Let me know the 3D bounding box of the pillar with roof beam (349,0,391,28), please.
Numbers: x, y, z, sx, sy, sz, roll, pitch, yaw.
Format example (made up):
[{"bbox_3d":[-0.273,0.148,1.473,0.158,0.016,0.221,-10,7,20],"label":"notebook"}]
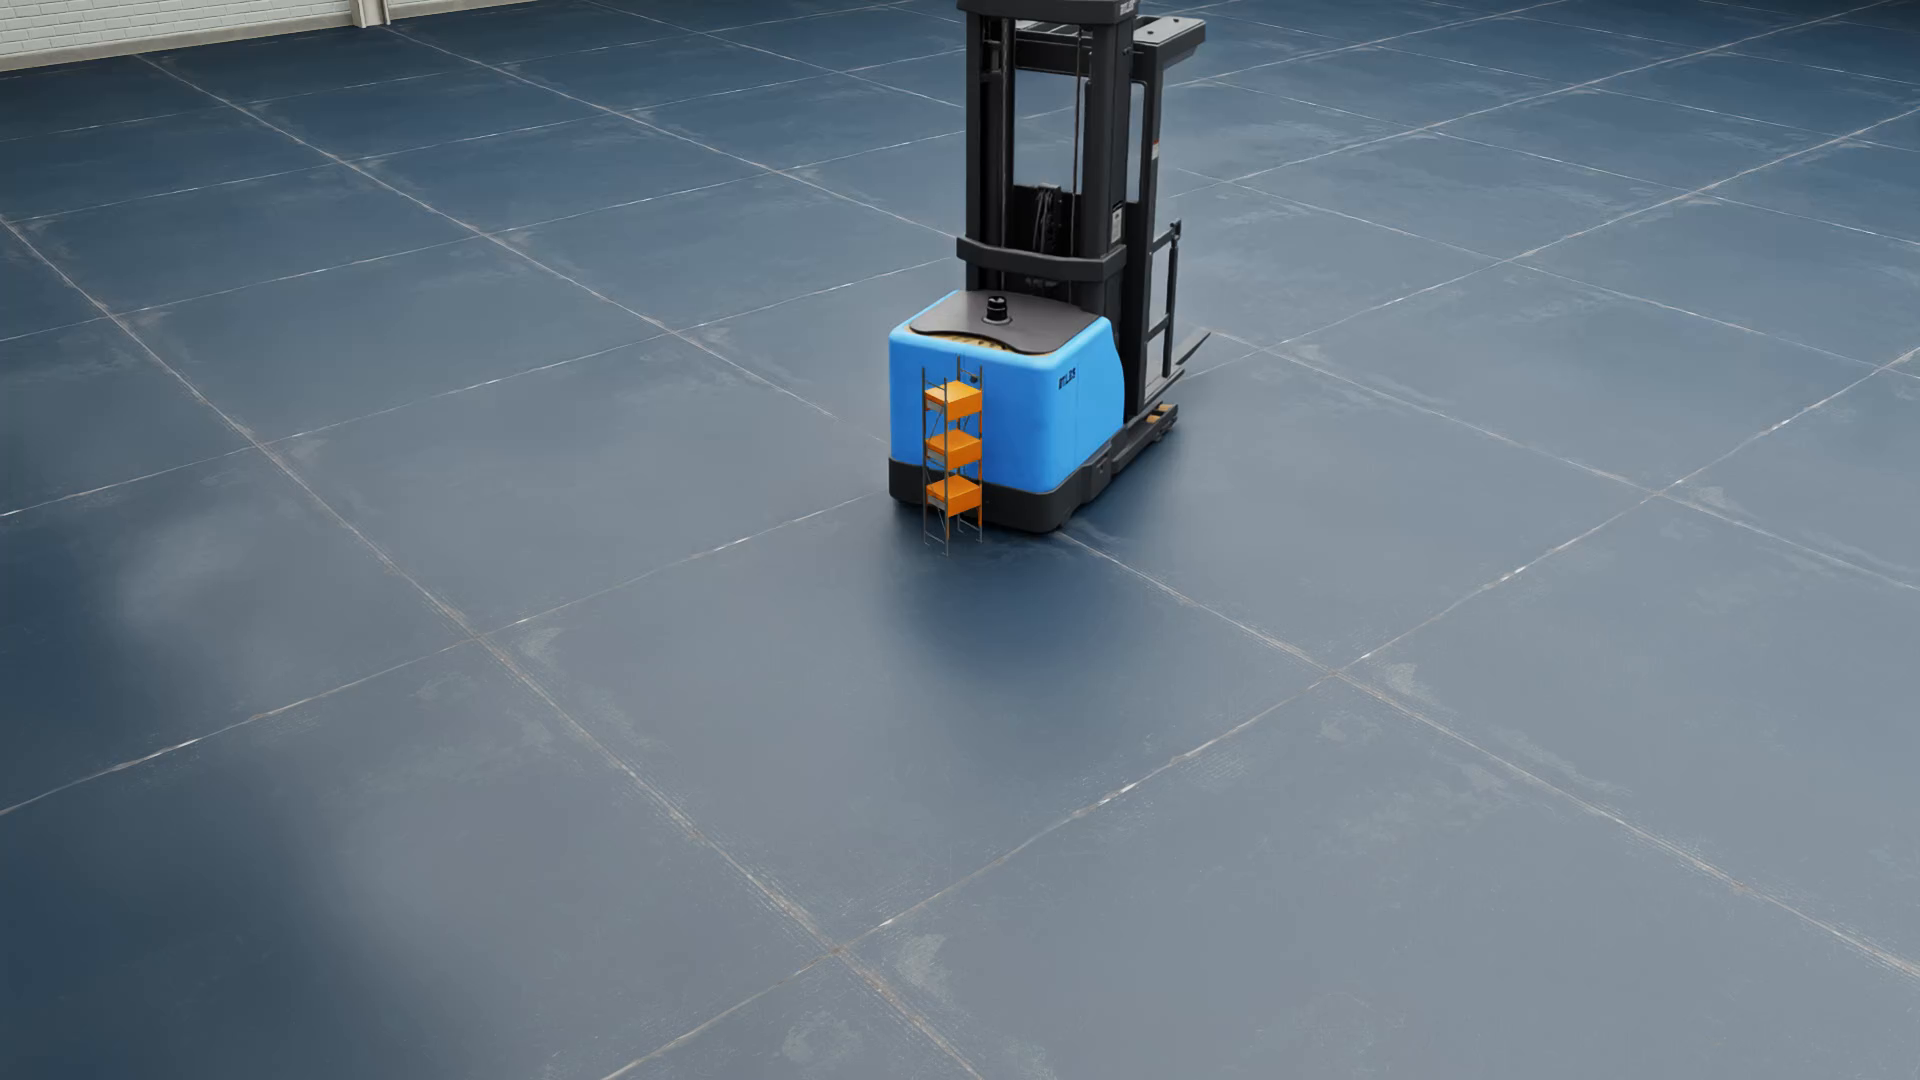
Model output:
[{"bbox_3d":[-5.004,-9.263,17.036,0.400,9.000,9.100,-22,35,-35],"label":"pillar with roof beam"}]

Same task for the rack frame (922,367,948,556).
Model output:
[{"bbox_3d":[-0.134,-0.409,8.902,0.008,1.050,0.200,-22,35,-35],"label":"rack frame"}]

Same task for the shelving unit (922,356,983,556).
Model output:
[{"bbox_3d":[-0.041,-0.447,8.972,0.252,1.050,0.215,-22,35,-35],"label":"shelving unit"}]

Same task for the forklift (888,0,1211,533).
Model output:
[{"bbox_3d":[0.729,-1.998,9.879,1.130,2.935,3.031,14,31,24],"label":"forklift"}]

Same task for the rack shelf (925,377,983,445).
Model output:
[{"bbox_3d":[-0.041,-0.688,8.843,0.240,0.259,0.215,-22,35,-35],"label":"rack shelf"}]

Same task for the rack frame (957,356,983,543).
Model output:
[{"bbox_3d":[0.052,-0.484,9.042,0.008,1.050,0.200,-22,35,-35],"label":"rack frame"}]

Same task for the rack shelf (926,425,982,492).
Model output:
[{"bbox_3d":[-0.041,-0.437,8.977,0.240,0.259,0.215,-22,35,-35],"label":"rack shelf"}]

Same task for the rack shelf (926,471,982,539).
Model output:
[{"bbox_3d":[-0.041,-0.192,9.108,0.240,0.259,0.215,-22,35,-35],"label":"rack shelf"}]
